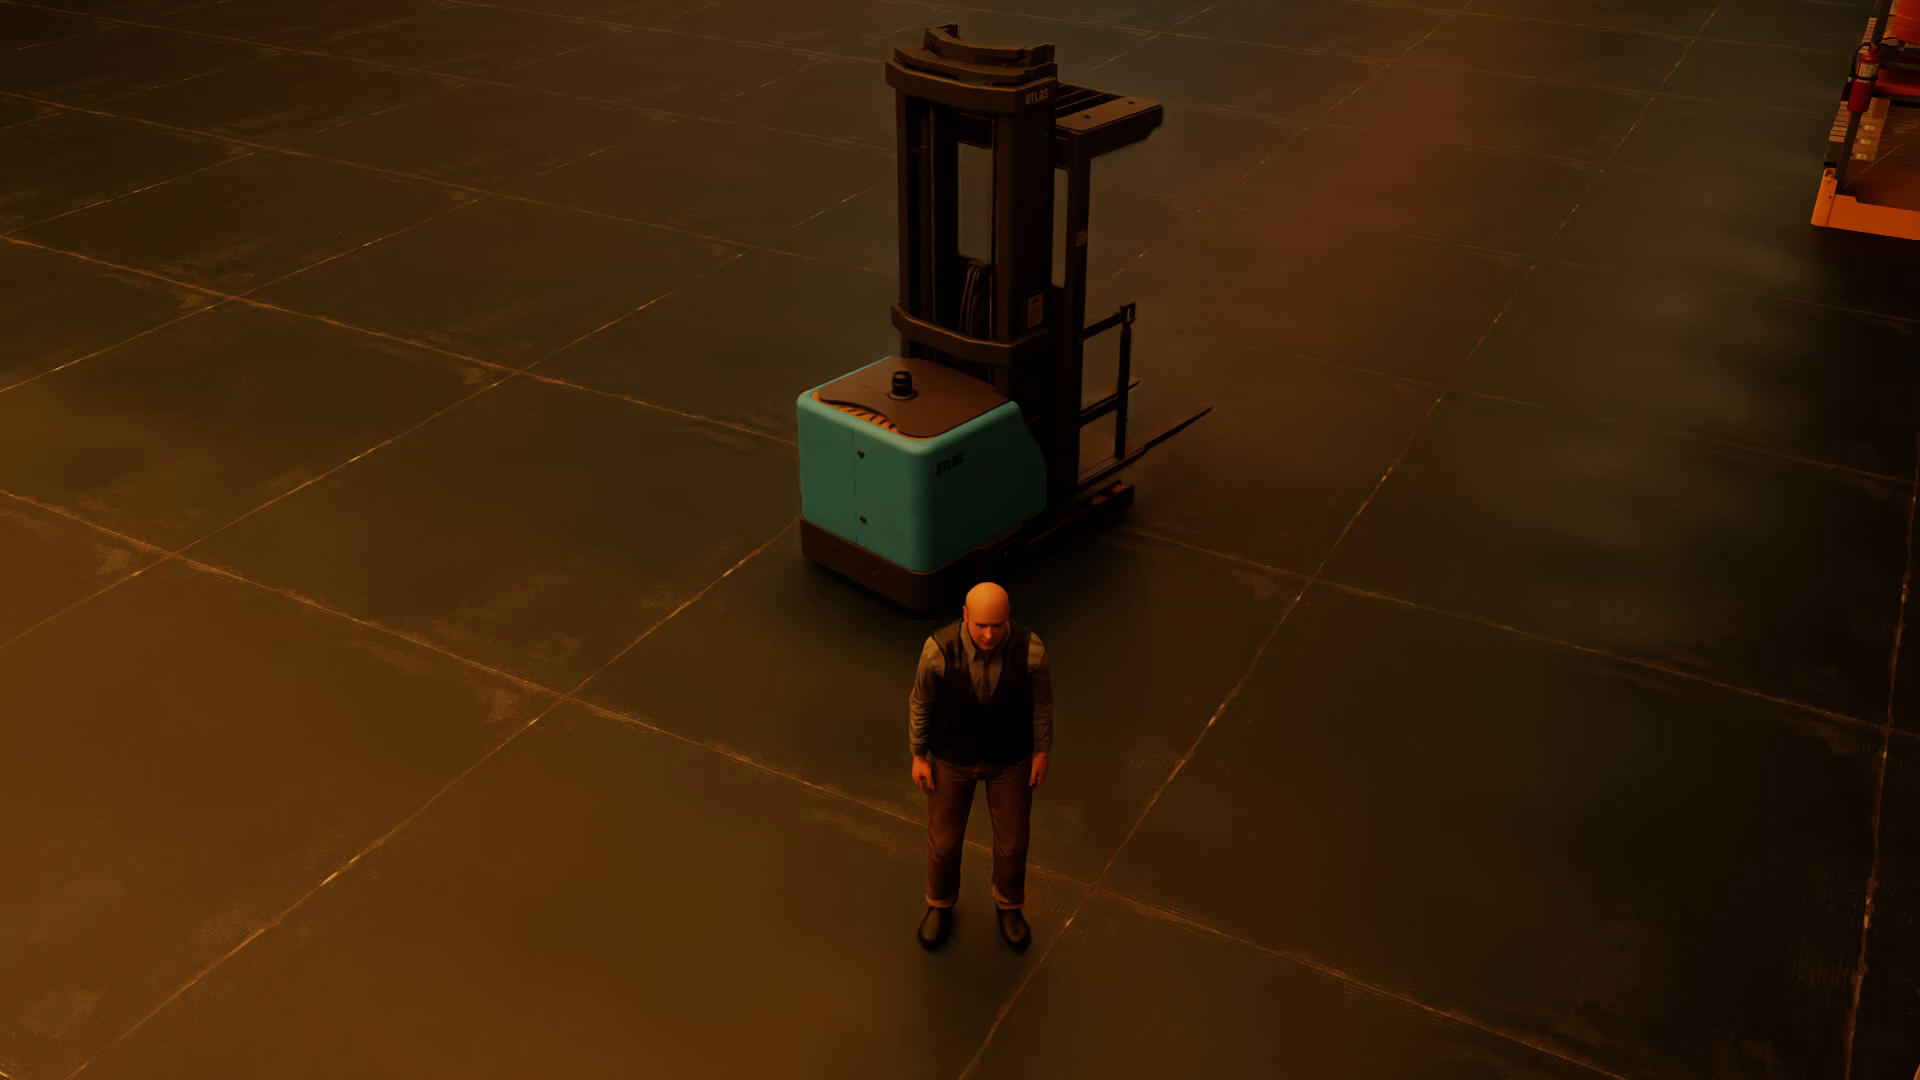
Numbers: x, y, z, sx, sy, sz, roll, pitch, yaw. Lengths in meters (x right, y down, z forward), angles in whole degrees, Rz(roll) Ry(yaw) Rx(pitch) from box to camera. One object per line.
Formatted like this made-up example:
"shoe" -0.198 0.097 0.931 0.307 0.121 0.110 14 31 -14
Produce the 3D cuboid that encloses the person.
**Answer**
"person" 0.087 0.884 6.753 0.581 1.720 0.428 -1 30 -1

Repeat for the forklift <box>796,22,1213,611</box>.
"forklift" 0.430 -1.529 9.720 1.130 2.935 3.031 24 38 36
